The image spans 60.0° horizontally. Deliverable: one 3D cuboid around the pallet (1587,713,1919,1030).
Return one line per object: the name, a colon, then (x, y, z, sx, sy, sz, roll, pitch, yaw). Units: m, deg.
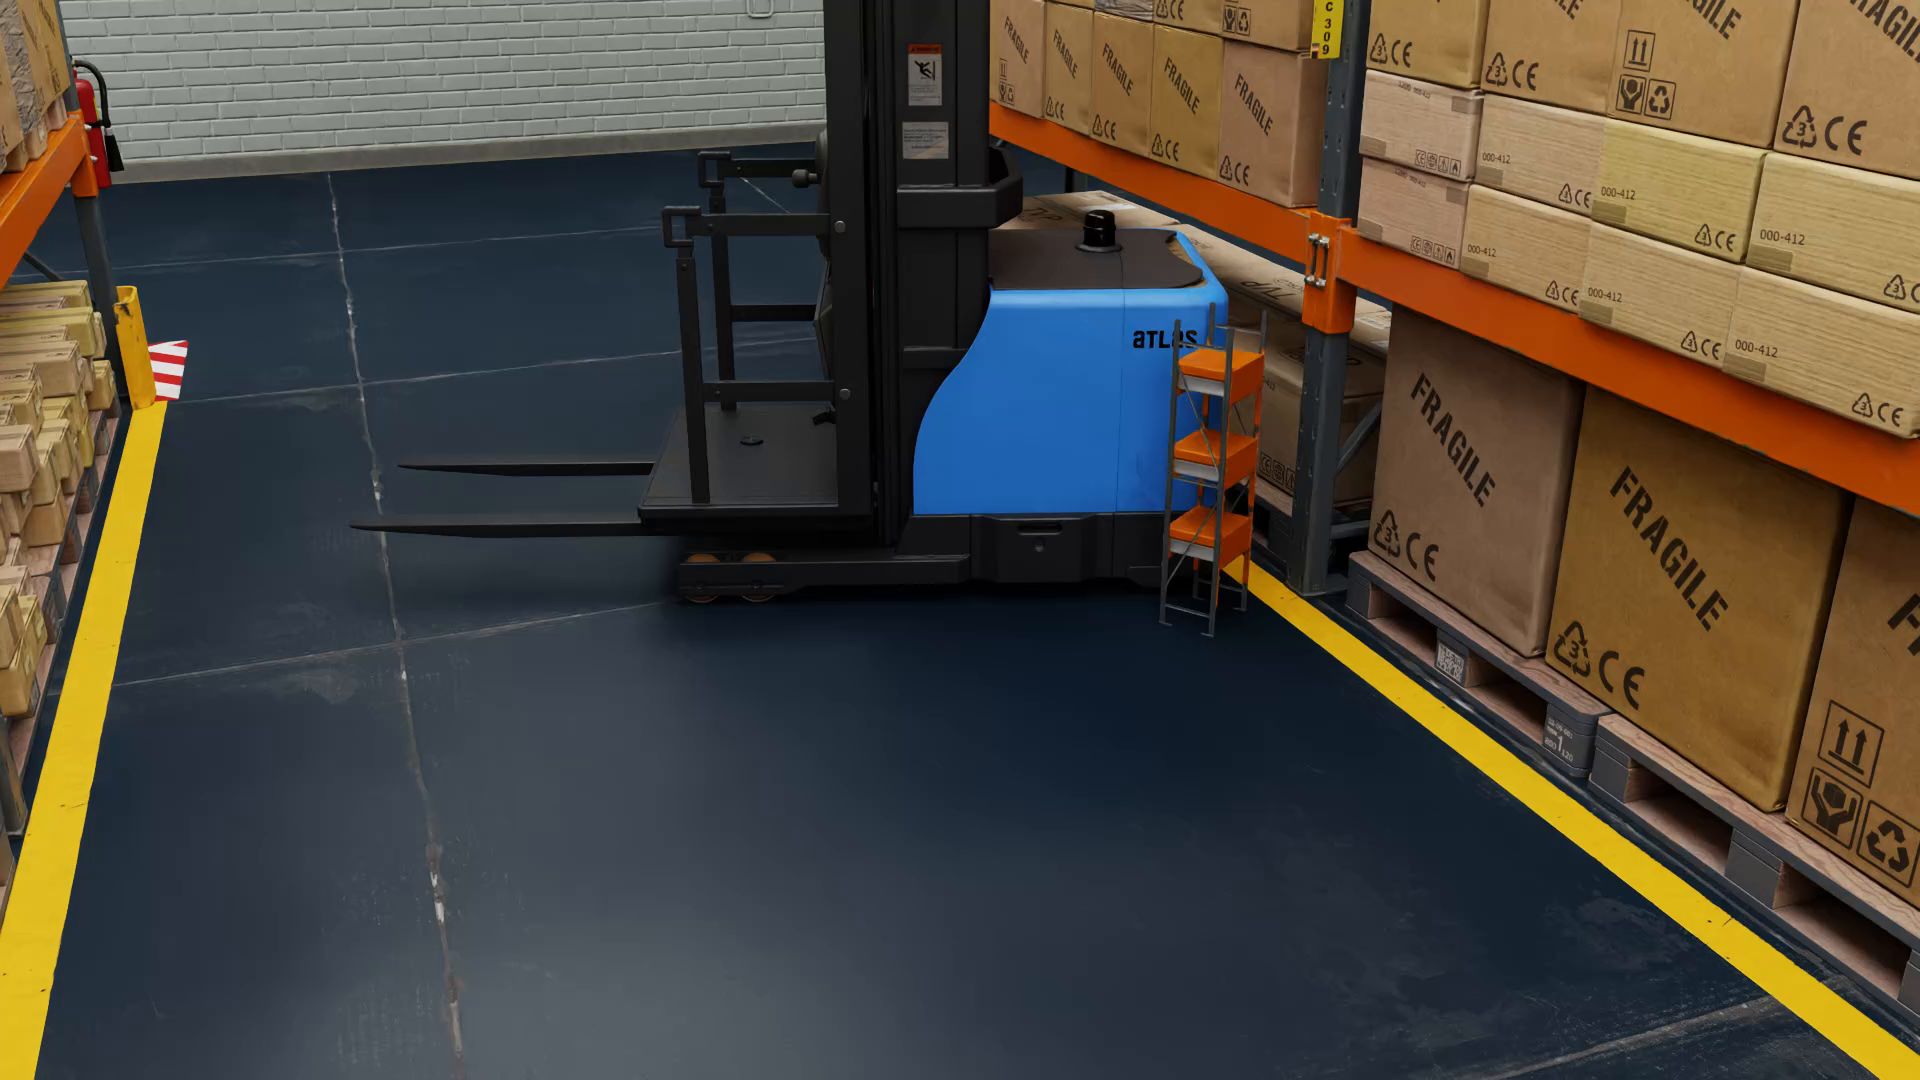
pallet: (2.413, 0.734, 4.238, 1.003, 0.211, 1.213, -8, 24, -19)

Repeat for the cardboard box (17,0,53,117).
cardboard box: (-3.797, -1.870, 6.314, 0.500, 0.500, 0.500, -9, 24, -20)

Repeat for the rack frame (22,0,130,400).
rack frame: (-4.373, -2.003, 7.140, 1.000, 3.000, 0.127, -8, 24, -19)

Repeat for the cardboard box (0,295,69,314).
cardboard box: (-3.914, -0.900, 6.888, 0.380, 0.149, 0.250, -8, 24, -18)

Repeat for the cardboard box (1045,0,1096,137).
cardboard box: (0.683, -2.004, 7.014, 0.500, 0.500, 0.500, -8, 24, -17)

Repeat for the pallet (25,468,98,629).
pallet: (-3.666, 0.052, 5.854, 1.003, 0.211, 1.213, -8, 24, -19)

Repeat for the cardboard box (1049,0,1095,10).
cardboard box: (0.680, -2.458, 6.804, 0.500, 0.500, 0.500, -8, 24, -19)

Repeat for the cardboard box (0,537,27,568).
cardboard box: (-3.155, 0.129, 5.212, 0.380, 0.149, 0.250, -9, 24, -20)

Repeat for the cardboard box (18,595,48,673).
cardboard box: (-2.882, 0.298, 4.812, 0.380, 0.149, 0.250, -8, 24, -17)

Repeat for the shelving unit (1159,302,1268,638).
shelving unit: (0.822, -0.222, 5.426, 0.215, 1.050, 0.252, 15, 27, 31)

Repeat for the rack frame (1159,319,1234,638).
rack frame: (0.754, -0.183, 5.333, 0.200, 1.050, 0.008, 15, 27, 31)

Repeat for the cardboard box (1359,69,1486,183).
cardboard box: (1.526, -1.228, 4.851, 0.500, 0.250, 0.500, -9, 24, -21)

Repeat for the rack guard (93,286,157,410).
rack guard: (-4.347, -0.824, 7.560, 1.175, 0.500, 0.348, -8, 24, -19)

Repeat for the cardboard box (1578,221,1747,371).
cardboard box: (1.894, -0.624, 4.062, 0.500, 0.250, 0.500, -9, 24, -19)

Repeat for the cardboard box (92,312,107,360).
cardboard box: (-3.920, -0.867, 7.193, 0.380, 0.149, 0.250, -9, 24, -20)

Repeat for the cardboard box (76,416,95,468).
cardboard box: (-3.546, -0.361, 6.374, 0.380, 0.149, 0.250, -9, 25, -21)

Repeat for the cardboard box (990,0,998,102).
cardboard box: (0.327, -2.371, 7.885, 0.500, 0.500, 0.500, -9, 24, -20)

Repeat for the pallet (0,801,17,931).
pallet: (-2.684, 1.018, 3.563, 1.003, 0.211, 1.213, -8, 24, -19)

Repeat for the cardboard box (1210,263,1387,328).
cardboard box: (1.197, -0.846, 7.154, 0.875, 0.438, 0.875, -9, 25, -21)

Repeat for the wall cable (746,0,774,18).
wall cable: (-1.792, -5.247, 13.489, 0.585, 1.953, 0.123, -8, 24, -19)

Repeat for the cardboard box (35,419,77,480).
cardboard box: (-3.343, -0.300, 5.847, 0.380, 0.149, 0.250, -8, 24, -18)

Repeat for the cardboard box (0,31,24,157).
cardboard box: (-3.442, -1.505, 5.447, 0.500, 0.500, 0.500, -7, 24, -16)

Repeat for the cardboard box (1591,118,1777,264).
cardboard box: (1.890, -0.856, 3.967, 0.500, 0.250, 0.500, -8, 24, -18)

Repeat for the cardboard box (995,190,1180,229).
cardboard box: (0.548, -1.506, 8.718, 0.875, 0.438, 0.875, -9, 25, -21)

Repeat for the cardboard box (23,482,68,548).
cardboard box: (-3.285, -0.072, 5.688, 0.380, 0.149, 0.250, -9, 24, -20)

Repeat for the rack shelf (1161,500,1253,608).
rack shelf: (0.822, 0.043, 5.538, 0.215, 0.259, 0.240, 15, 27, 31)

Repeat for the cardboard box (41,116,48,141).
cardboard box: (-3.838, -1.623, 6.562, 0.380, 0.149, 0.250, -9, 24, -20)

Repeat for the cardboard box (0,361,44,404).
cardboard box: (-3.535, -0.520, 5.985, 0.380, 0.149, 0.250, -9, 25, -21)

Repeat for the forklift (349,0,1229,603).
forklift: (-0.628, -1.343, 5.662, 3.031, 2.935, 1.130, -1, 23, -2)

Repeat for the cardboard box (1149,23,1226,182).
cardboard box: (1.045, -1.631, 6.129, 0.500, 0.500, 0.500, -9, 24, -20)

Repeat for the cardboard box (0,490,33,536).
cardboard box: (-3.250, -0.107, 5.389, 0.380, 0.149, 0.250, -7, 24, -17)

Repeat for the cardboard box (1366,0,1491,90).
cardboard box: (1.521, -1.573, 4.704, 0.500, 0.500, 0.500, -8, 24, -18)

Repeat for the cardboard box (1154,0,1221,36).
cardboard box: (1.038, -2.091, 5.934, 0.500, 0.500, 0.500, -9, 24, -20)

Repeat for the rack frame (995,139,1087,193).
rack frame: (0.222, -2.719, 8.839, 1.000, 3.000, 0.127, -8, 24, -19)

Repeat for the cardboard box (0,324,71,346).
cardboard box: (-3.672, -0.721, 6.462, 0.380, 0.149, 0.250, -9, 25, -21)

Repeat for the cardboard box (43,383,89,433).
cardboard box: (-3.540, -0.492, 6.303, 0.380, 0.149, 0.250, -8, 24, -18)

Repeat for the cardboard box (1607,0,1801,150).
cardboard box: (1.902, -1.209, 3.841, 0.500, 0.500, 0.500, -9, 24, -20)

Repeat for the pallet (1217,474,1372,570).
pallet: (1.439, -0.268, 6.613, 1.003, 0.211, 1.213, -8, 24, -19)

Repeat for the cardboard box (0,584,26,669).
cardboard box: (-2.789, 0.258, 4.523, 0.380, 0.149, 0.250, -7, 24, -17)

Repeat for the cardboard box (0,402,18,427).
cardboard box: (-3.366, -0.333, 5.543, 0.380, 0.149, 0.250, -9, 25, -21)

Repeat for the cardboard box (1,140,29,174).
cardboard box: (-3.661, -1.434, 6.113, 0.380, 0.149, 0.250, -9, 25, -21)

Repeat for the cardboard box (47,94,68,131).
cardboard box: (-3.994, -1.808, 7.000, 0.380, 0.149, 0.250, -8, 24, -19)

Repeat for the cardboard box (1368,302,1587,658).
cardboard box: (1.929, -0.266, 5.213, 0.875, 0.875, 0.875, -8, 24, -17)

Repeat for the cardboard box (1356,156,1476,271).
cardboard box: (1.543, -1.000, 4.954, 0.500, 0.250, 0.500, -9, 24, -20)

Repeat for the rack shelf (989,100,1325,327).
rack shelf: (0.928, -1.661, 7.254, 1.077, 0.370, 4.000, -8, 24, -19)

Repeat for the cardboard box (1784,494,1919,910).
cardboard box: (2.570, 0.386, 3.666, 0.875, 0.875, 0.875, -8, 24, -18)
